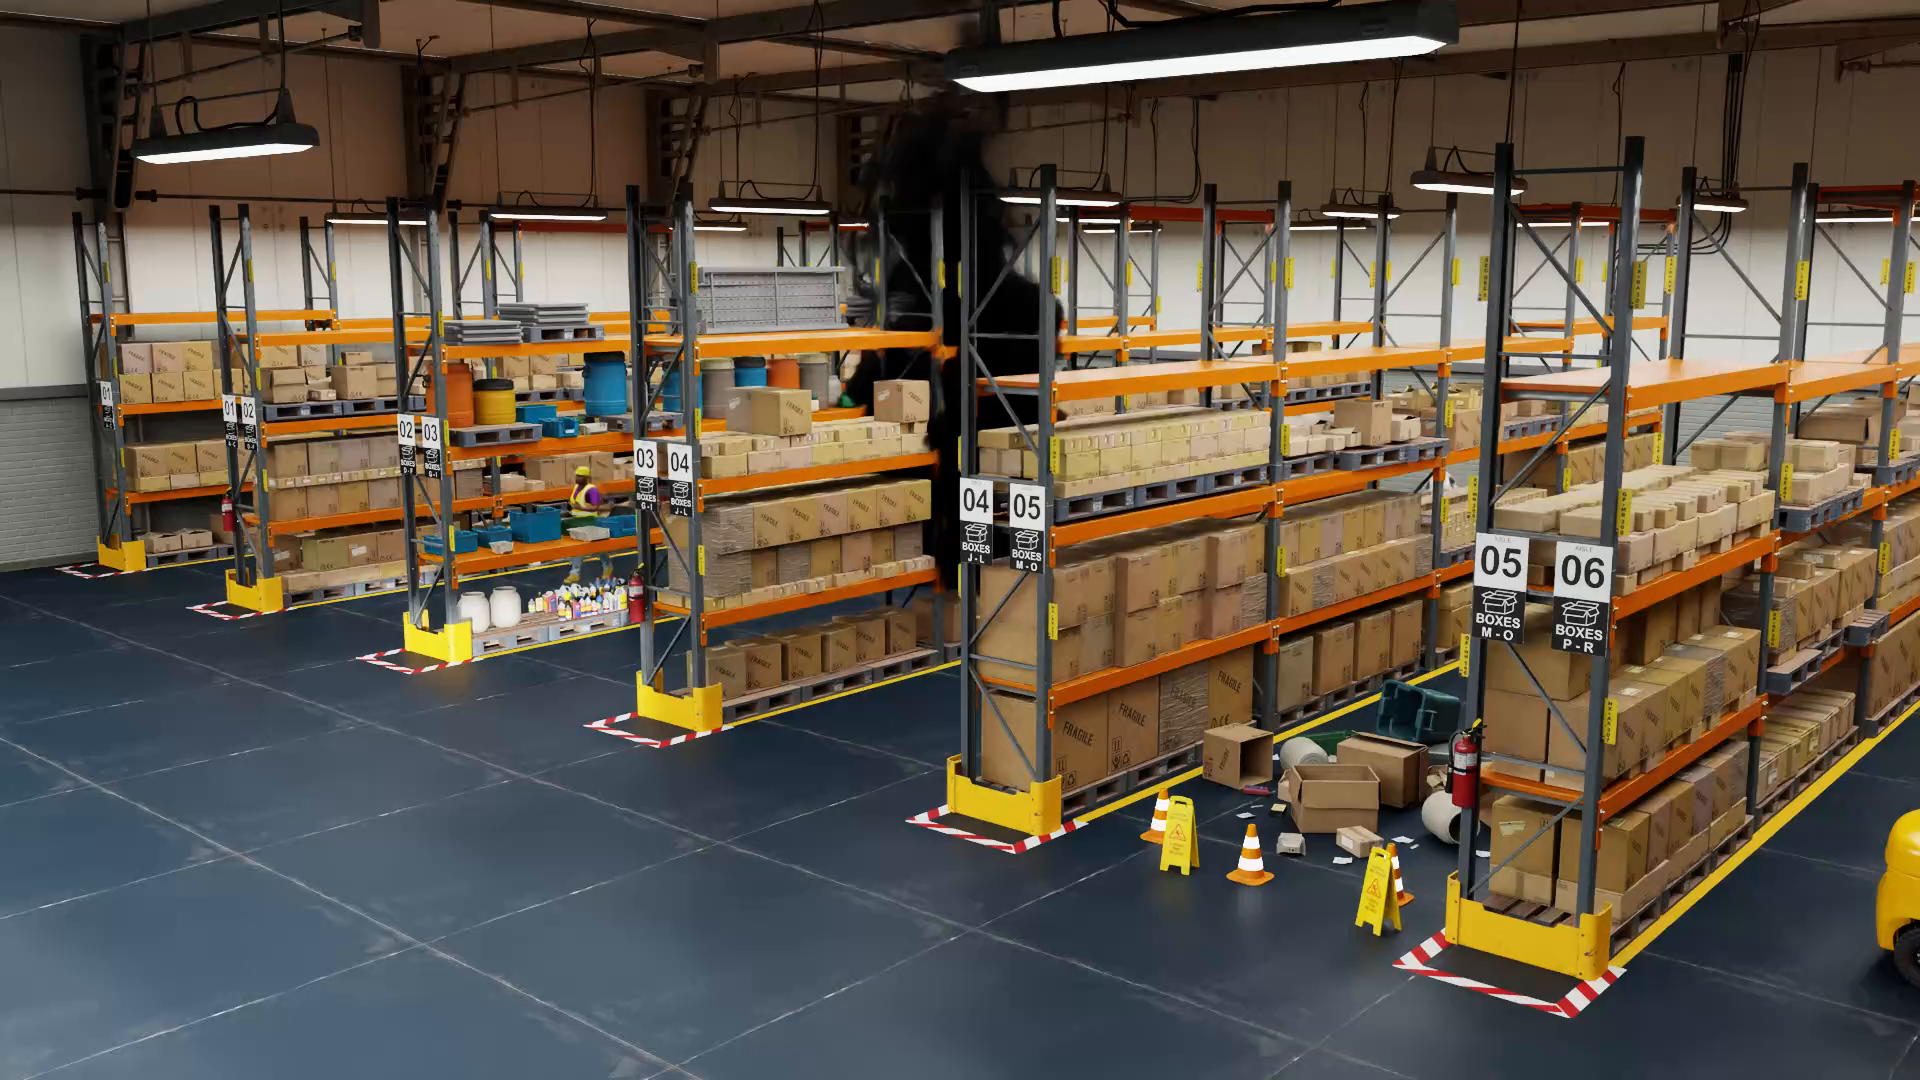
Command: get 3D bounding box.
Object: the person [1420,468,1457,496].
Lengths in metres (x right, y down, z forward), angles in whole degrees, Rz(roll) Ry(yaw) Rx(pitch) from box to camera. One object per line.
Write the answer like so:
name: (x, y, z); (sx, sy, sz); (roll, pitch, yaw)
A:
person: (8.518, -0.588, 29.603); (0.672, 1.808, 0.815); (2, 10, 11)

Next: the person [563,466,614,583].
person: (-5.743, -0.229, 25.518); (0.701, 1.819, 0.911); (7, 12, 38)
